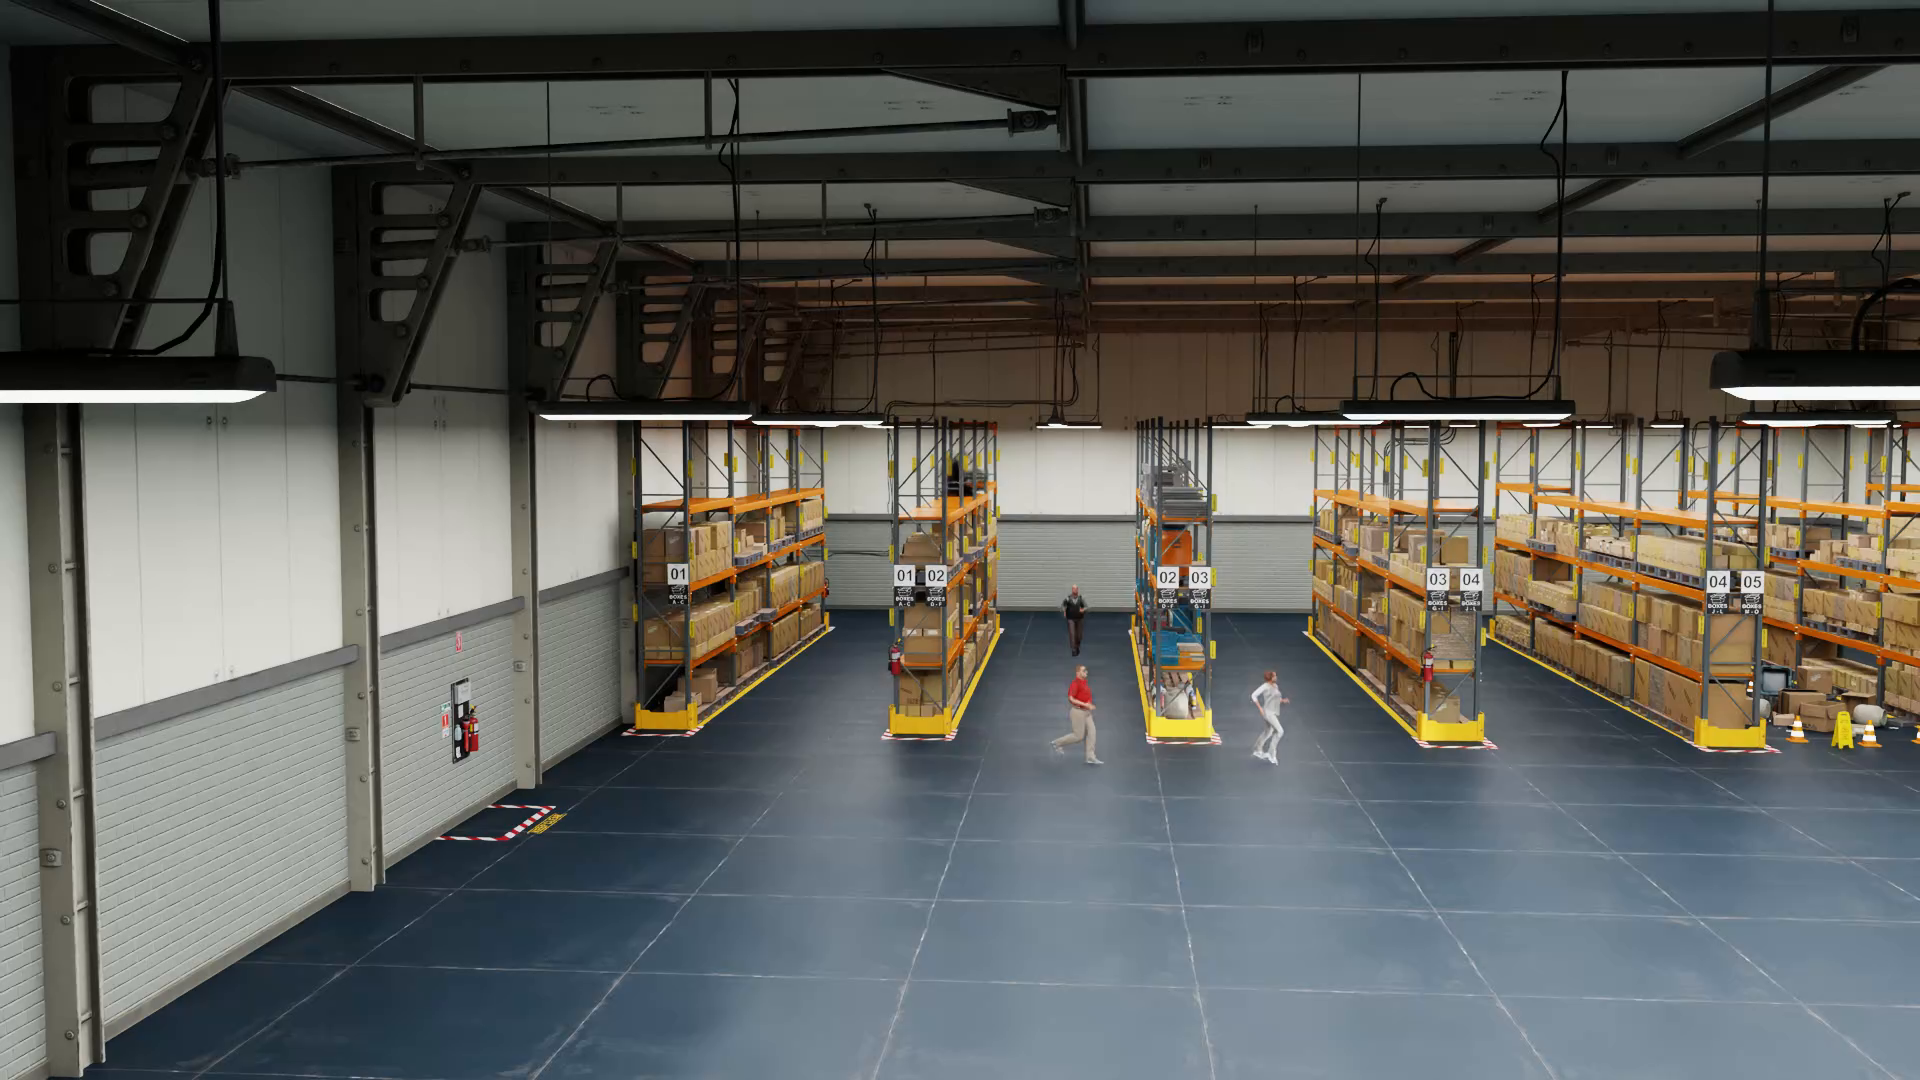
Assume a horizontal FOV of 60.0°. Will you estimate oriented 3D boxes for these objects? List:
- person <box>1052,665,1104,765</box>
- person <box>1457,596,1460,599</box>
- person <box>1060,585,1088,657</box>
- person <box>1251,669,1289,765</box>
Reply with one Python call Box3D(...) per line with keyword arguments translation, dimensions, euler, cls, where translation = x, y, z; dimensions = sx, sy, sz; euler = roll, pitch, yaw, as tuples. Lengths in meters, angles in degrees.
Box3D(translation=(2.044, 3.005, 28.625), dimensions=(0.912, 1.722, 0.667), euler=(2, 4, 25), cls="person")
Box3D(translation=(13.532, 1.859, 46.318), dimensions=(0.831, 1.772, 0.870), euler=(2, 4, 26), cls="person")
Box3D(translation=(2.786, 1.955, 40.345), dimensions=(0.670, 1.722, 0.796), euler=(0, 4, -2), cls="person")
Box3D(translation=(5.359, 3.050, 28.716), dimensions=(0.699, 1.633, 0.503), euler=(2, 4, 32), cls="person")
